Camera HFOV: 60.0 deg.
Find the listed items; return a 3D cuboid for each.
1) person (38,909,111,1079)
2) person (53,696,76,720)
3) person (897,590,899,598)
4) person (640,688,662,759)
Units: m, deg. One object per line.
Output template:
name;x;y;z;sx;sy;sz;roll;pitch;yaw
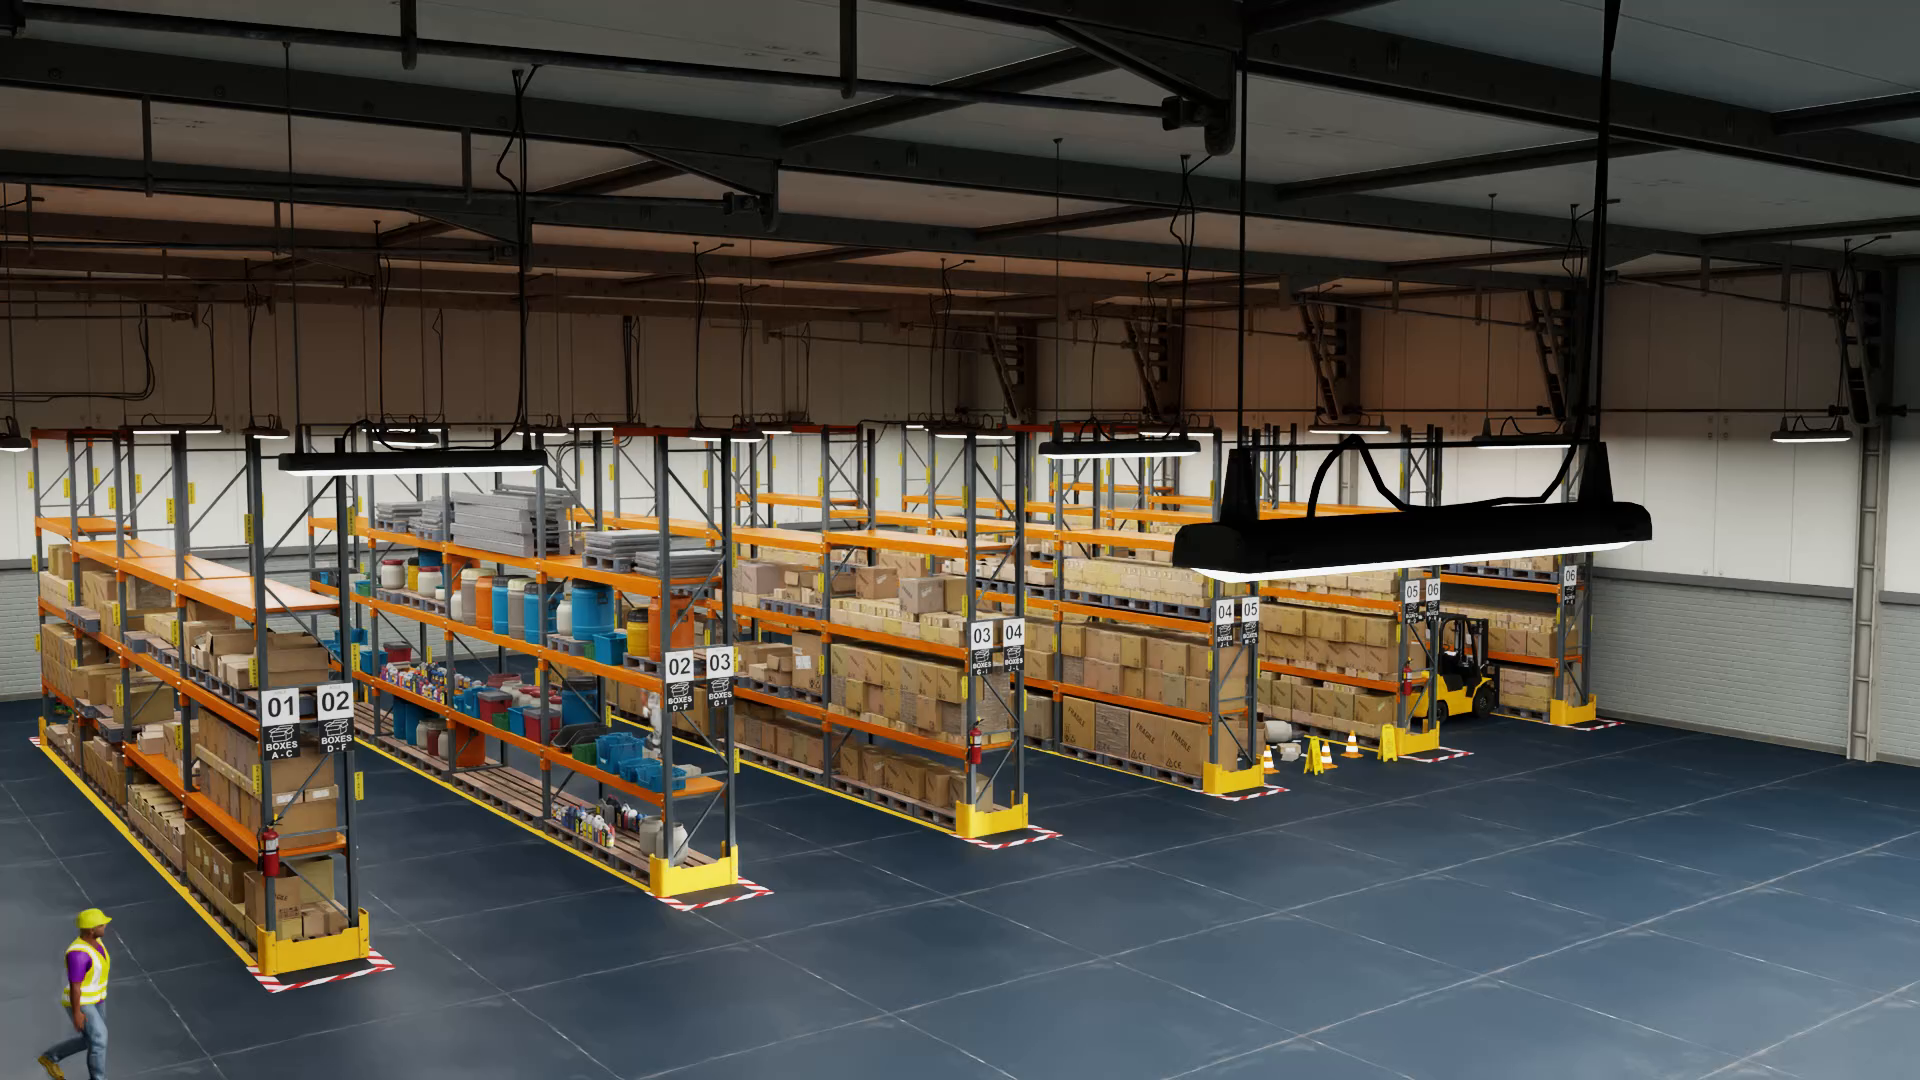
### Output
person;-8.132;4.253;15.339;0.885;1.737;0.566;0;4;1
person;-18.371;2.774;34.174;0.882;1.800;0.620;2;5;22
person;-1.462;1.884;45.844;0.986;1.682;0.520;-4;6;-43
person;-5.579;3.073;30.385;0.689;1.767;0.628;4;6;41
